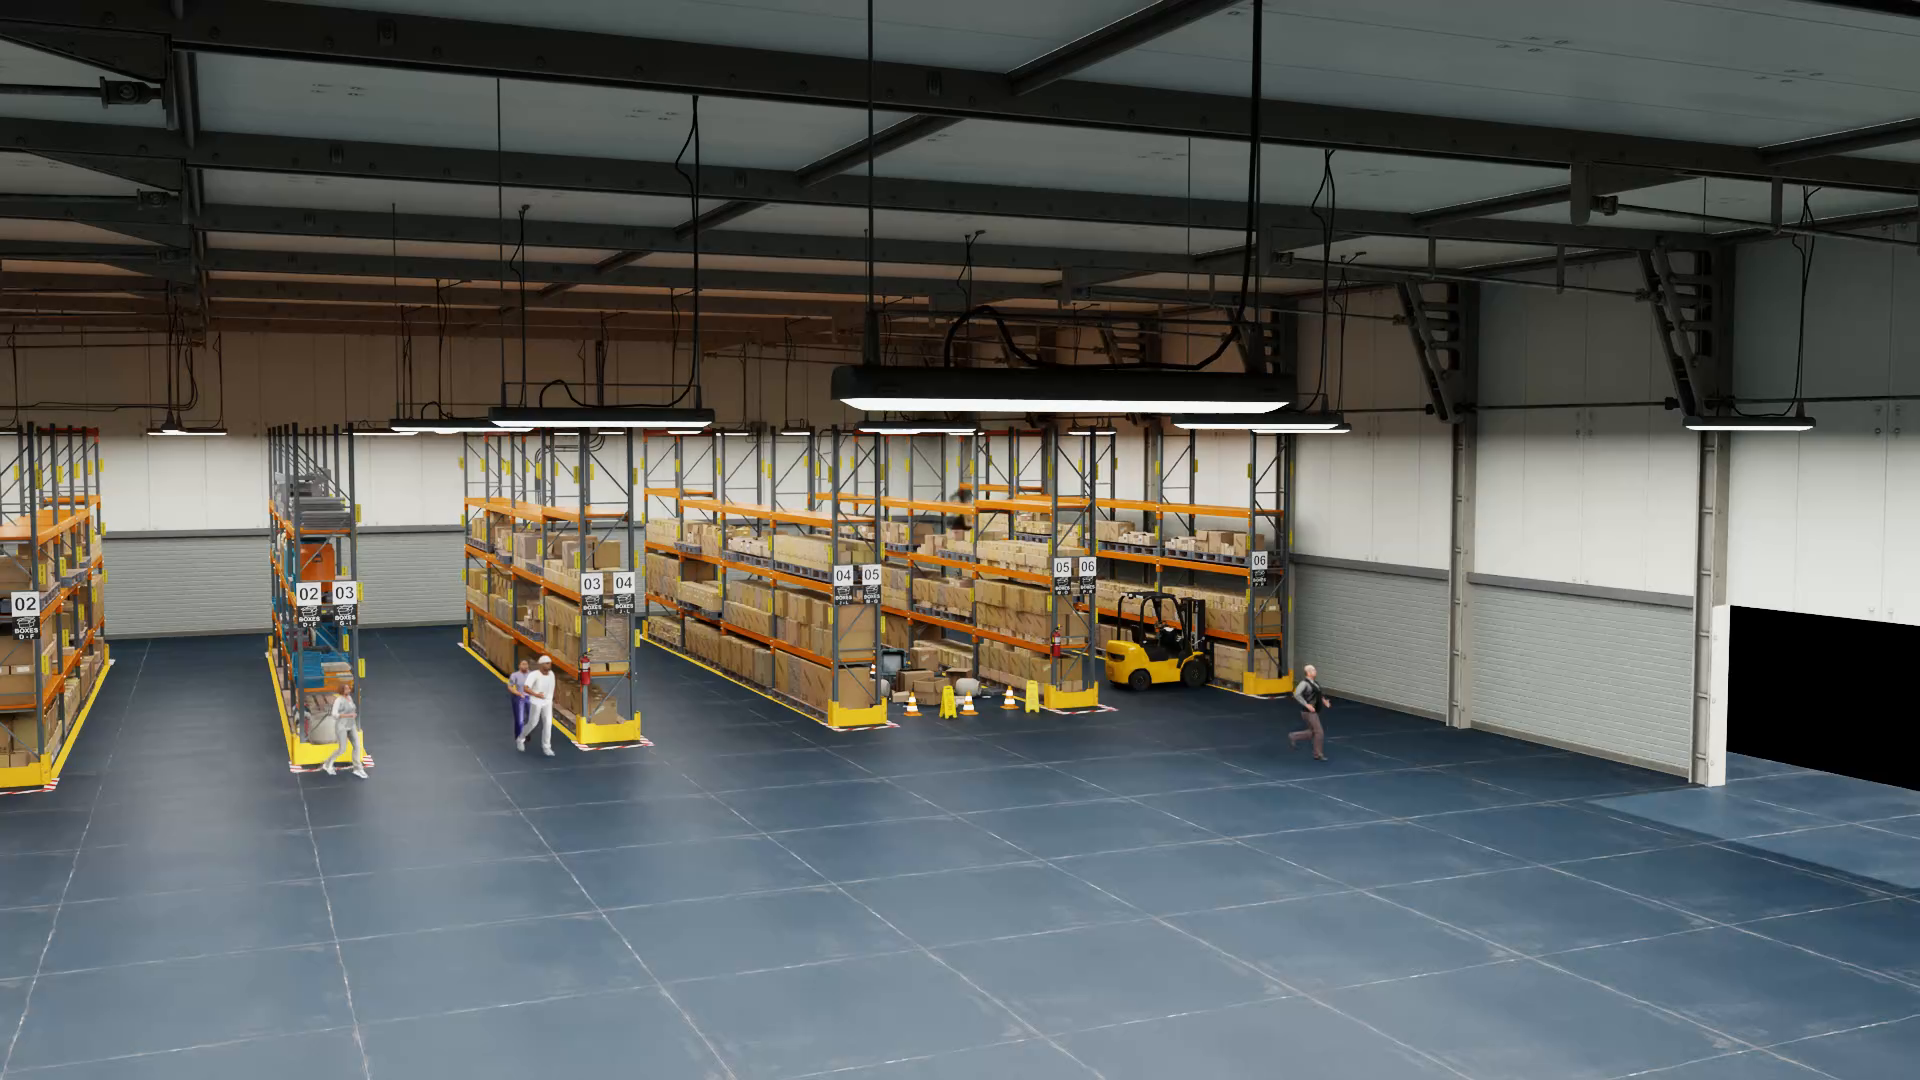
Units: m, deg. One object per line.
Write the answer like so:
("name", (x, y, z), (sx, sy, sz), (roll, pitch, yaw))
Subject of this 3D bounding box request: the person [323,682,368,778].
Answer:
("person", (-10.372, 3.204, 27.997), (0.773, 1.616, 0.544), (1, 4, 18))

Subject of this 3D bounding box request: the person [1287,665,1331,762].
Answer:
("person", (6.203, 3.115, 29.610), (0.819, 1.637, 0.662), (2, 4, 30))

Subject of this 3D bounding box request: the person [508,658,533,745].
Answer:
("person", (-8.124, 3.020, 31.096), (0.639, 1.617, 0.576), (-2, 4, -32))

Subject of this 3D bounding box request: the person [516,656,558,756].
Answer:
("person", (-7.588, 2.984, 30.241), (0.915, 1.755, 0.758), (3, 5, 41))
